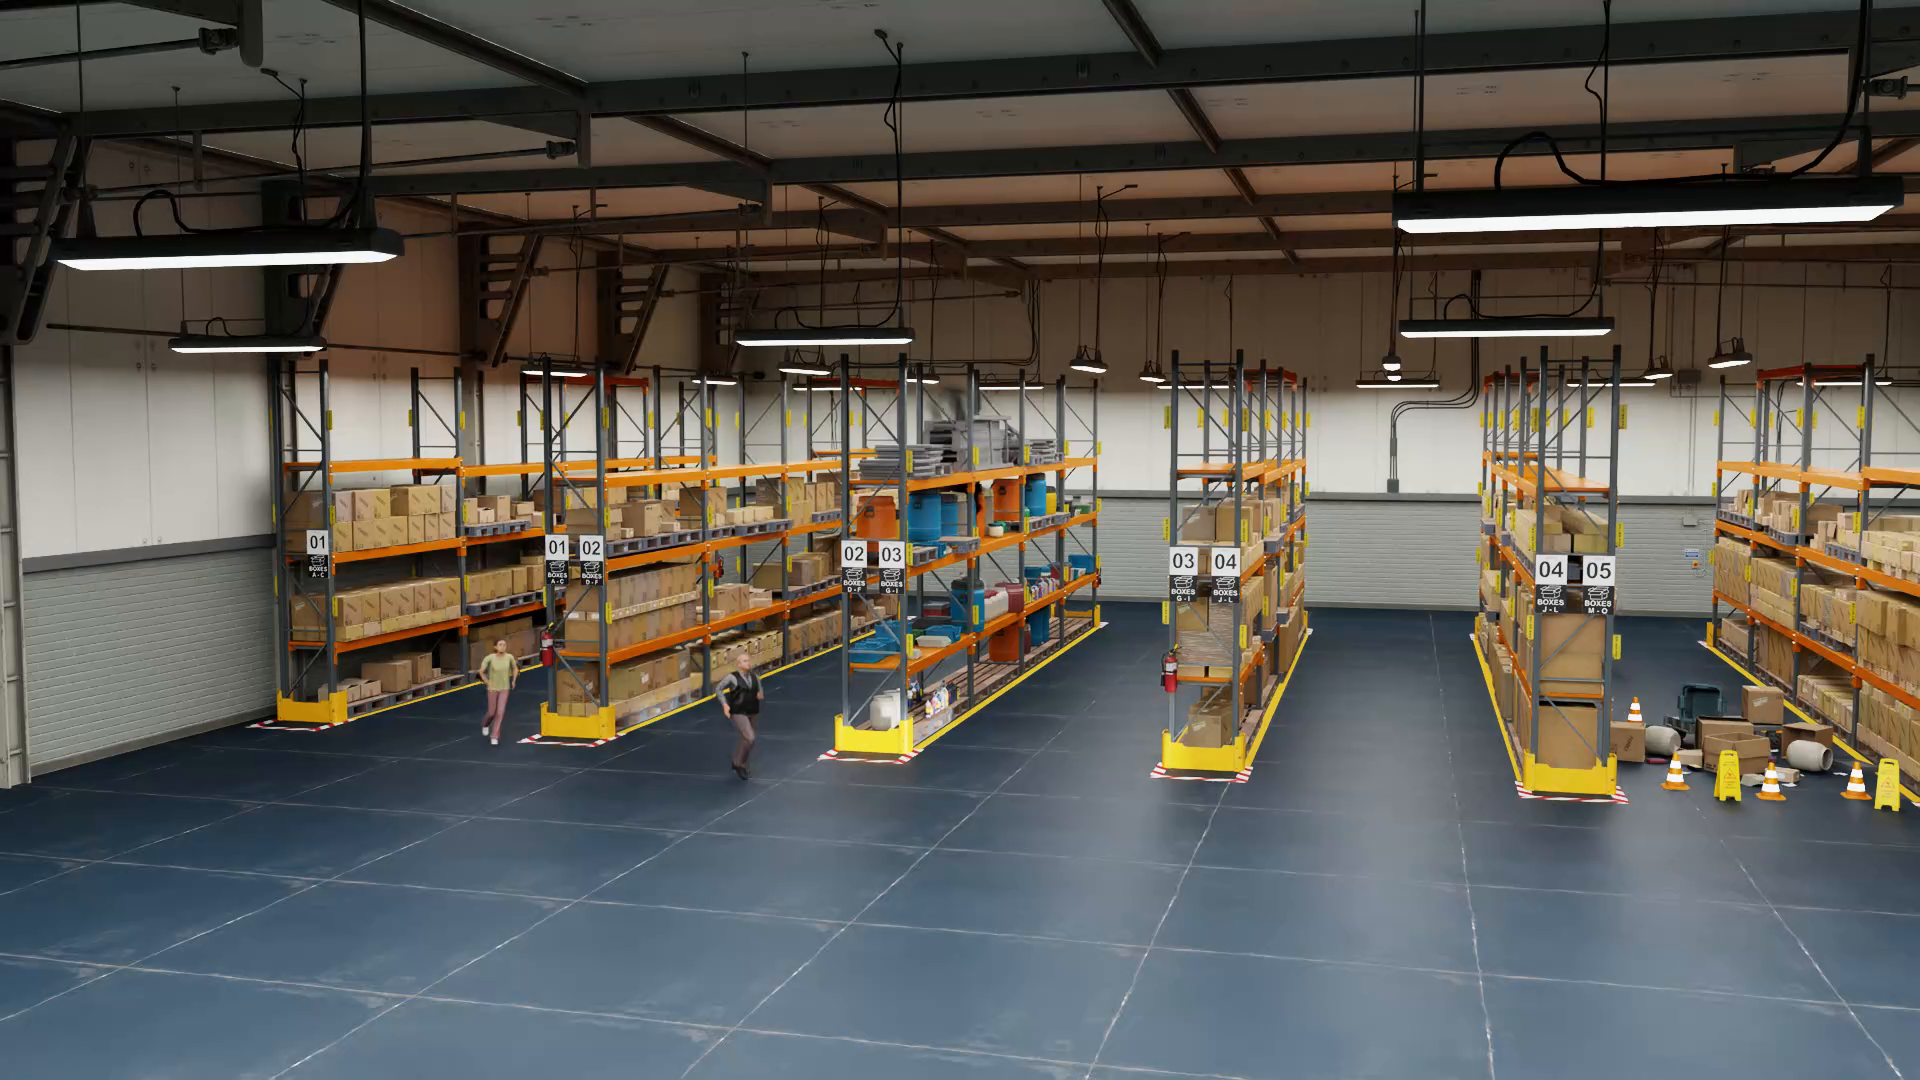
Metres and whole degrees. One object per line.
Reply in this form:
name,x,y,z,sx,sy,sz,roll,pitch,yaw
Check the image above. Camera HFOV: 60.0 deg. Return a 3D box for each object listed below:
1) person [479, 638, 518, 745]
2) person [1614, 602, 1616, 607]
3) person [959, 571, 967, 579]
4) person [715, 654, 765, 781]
person,-7.179,2.332,25.912,0.618,1.629,0.745,-2,5,-30
person,13.352,1.628,34.791,0.669,1.748,0.601,1,4,10
person,0.159,1.489,37.320,0.557,1.623,0.868,1,4,17
person,-3.013,2.477,23.262,0.727,1.757,0.631,4,6,42
